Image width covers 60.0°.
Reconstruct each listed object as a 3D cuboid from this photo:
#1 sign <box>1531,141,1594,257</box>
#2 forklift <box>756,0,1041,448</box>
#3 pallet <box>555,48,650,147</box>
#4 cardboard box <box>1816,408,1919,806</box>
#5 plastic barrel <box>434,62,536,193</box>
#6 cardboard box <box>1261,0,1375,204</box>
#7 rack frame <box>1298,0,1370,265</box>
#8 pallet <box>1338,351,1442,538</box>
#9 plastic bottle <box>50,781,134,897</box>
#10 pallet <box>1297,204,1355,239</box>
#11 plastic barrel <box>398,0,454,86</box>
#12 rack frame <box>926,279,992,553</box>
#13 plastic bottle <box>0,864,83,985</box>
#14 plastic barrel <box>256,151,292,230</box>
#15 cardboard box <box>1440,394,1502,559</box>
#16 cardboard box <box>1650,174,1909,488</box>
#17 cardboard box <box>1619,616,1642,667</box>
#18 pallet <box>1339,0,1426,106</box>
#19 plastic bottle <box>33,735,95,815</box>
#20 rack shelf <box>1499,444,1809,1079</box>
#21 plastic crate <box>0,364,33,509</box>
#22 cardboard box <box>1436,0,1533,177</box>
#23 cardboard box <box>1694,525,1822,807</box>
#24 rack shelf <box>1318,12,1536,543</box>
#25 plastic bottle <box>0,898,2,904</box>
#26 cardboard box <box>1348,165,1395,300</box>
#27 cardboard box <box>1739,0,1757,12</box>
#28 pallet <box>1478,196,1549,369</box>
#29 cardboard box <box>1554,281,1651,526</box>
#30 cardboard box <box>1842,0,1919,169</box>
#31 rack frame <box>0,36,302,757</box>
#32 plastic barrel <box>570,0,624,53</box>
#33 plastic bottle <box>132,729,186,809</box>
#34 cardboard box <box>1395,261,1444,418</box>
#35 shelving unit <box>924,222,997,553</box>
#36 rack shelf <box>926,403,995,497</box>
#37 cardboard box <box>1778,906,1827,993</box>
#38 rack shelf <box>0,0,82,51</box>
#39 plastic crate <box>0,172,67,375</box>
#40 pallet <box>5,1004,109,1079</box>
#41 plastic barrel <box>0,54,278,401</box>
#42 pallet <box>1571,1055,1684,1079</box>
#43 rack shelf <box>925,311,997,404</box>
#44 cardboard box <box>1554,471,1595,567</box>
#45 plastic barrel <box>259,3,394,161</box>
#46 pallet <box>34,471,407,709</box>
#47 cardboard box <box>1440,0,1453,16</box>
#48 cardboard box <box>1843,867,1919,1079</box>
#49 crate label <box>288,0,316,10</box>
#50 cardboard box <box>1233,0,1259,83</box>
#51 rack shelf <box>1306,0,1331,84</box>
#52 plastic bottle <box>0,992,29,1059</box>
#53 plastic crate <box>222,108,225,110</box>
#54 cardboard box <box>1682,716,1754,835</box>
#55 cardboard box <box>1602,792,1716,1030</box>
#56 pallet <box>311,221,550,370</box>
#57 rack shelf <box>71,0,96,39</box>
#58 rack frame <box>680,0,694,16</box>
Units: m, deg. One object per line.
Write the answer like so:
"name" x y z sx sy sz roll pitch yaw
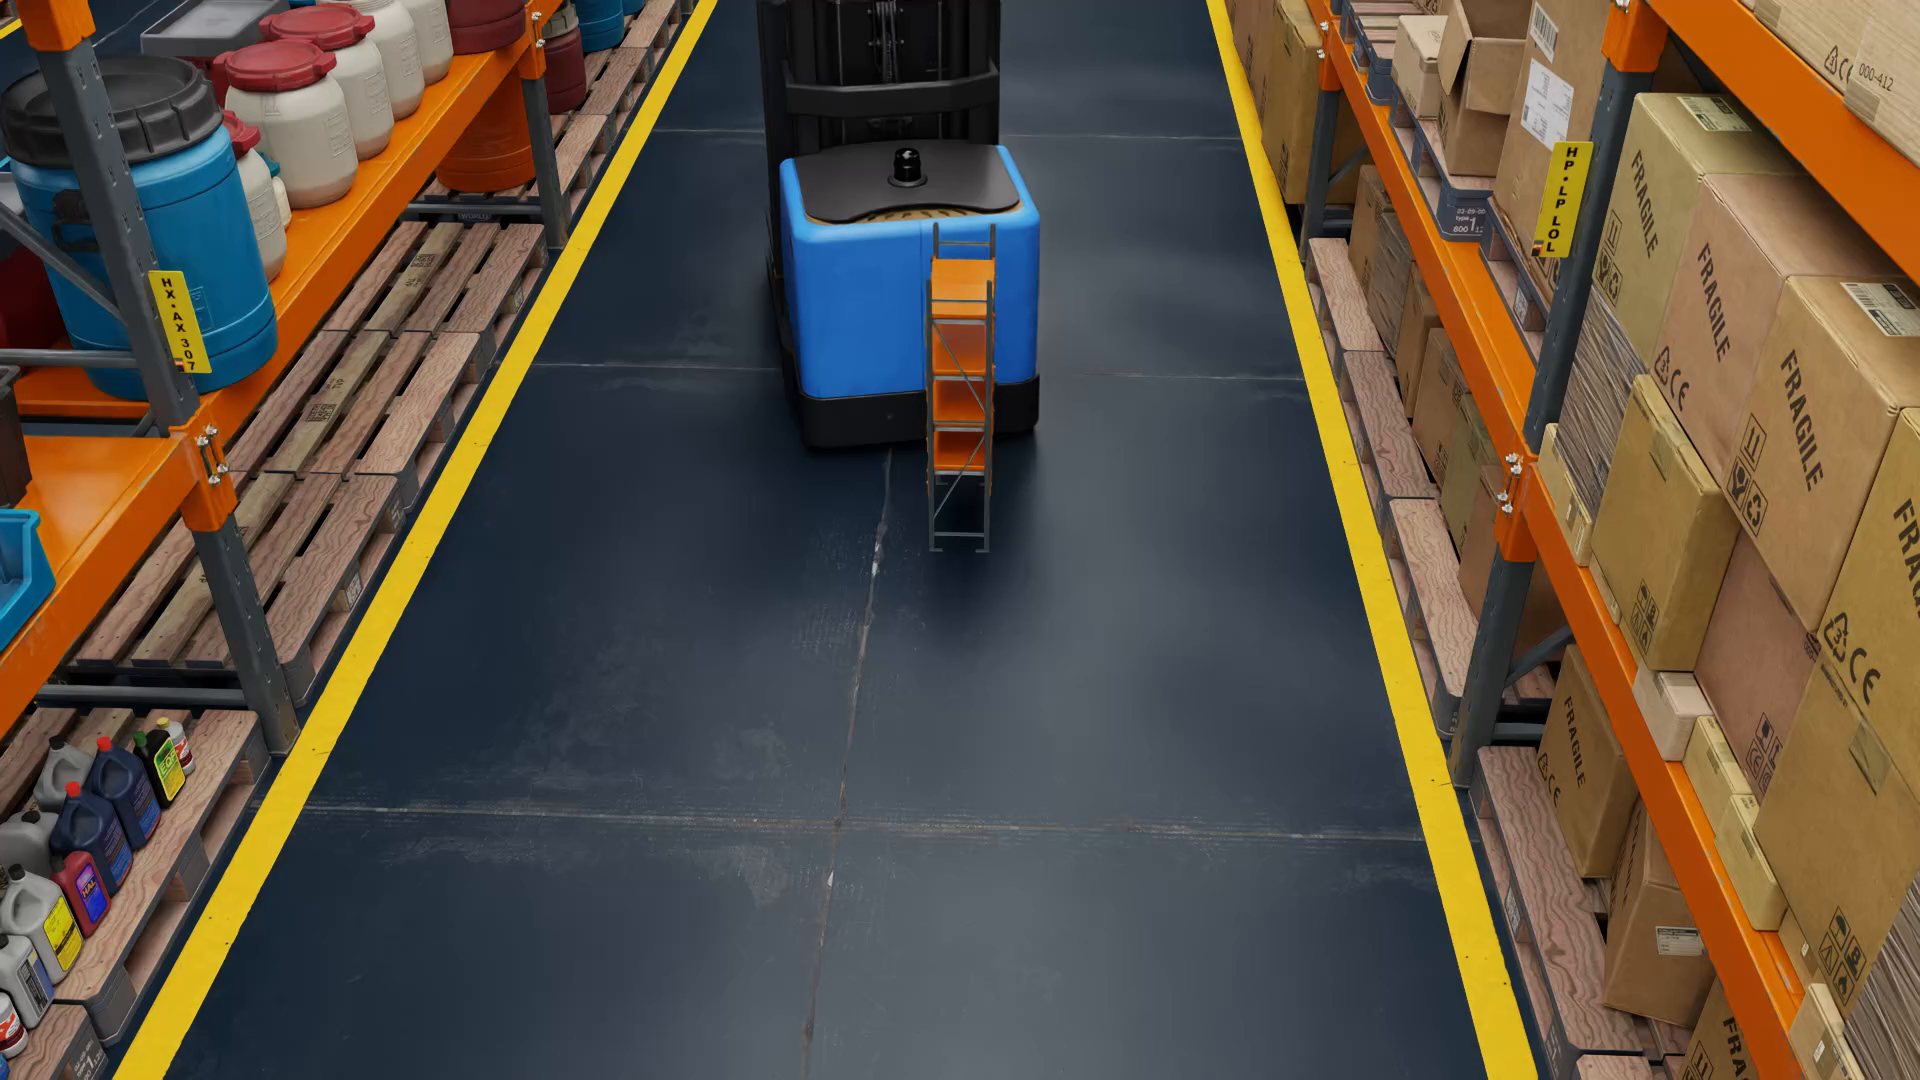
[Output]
"sign" 1.598 -0.901 4.417 0.100 0.325 0.005 1 35 2
"forklift" -0.402 -2.438 7.671 1.130 2.935 3.031 -5 35 -8
"pallet" -2.594 -2.842 10.610 1.003 0.211 1.213 1 35 2
"cardboard box" 1.832 0.126 2.747 0.500 0.500 0.500 1 35 2
"plastic barrel" -2.633 -2.395 9.071 0.600 0.830 0.708 1 35 2
"cardboard box" 2.362 -2.414 9.058 1.225 0.875 0.875 0 35 0
"rack frame" 2.313 -2.715 8.005 1.000 3.000 0.127 1 35 2
"pallet" 2.229 -0.426 7.173 1.003 0.211 1.213 1 35 2
"plastic bottle" -2.542 0.859 4.840 0.144 0.351 0.185 0 35 0
"pallet" 2.420 -2.025 9.448 1.003 0.211 1.213 1 35 2
"plastic barrel" -2.463 -2.279 7.287 0.421 0.512 0.421 0 35 0
"rack frame" -0.003 -0.446 6.341 0.240 1.200 0.015 1 35 2
"plastic bottle" -2.555 1.045 4.576 0.144 0.351 0.185 1 35 2
"plastic barrel" -2.590 -1.232 6.014 0.301 0.262 0.301 0 35 0
"cardboard box" 2.237 -0.200 6.217 0.700 0.500 0.500 1 35 2
"cardboard box" 1.862 -0.449 3.565 0.500 0.500 0.500 1 35 2
"cardboard box" 1.838 0.234 4.027 0.380 0.149 0.250 1 35 2
"pallet" 2.391 -2.225 7.474 1.213 0.211 1.003 1 35 2
"plastic bottle" -2.678 0.746 5.001 0.144 0.351 0.185 1 35 2
"rack shelf" 2.072 1.026 3.307 1.077 0.370 4.000 1 35 2
"plastic crate" -2.944 -0.208 4.491 0.767 0.338 0.504 1 35 2
"cardboard box" 2.130 -1.629 6.004 0.797 0.503 0.637 5 35 7
"cardboard box" 2.098 0.254 3.435 0.875 0.500 0.500 1 35 2
"rack shelf" 2.233 -1.272 6.576 1.077 0.370 4.000 1 35 2
"plastic bottle" -2.658 1.085 4.577 0.061 0.283 0.133 1 35 2
"cardboard box" 2.306 -1.487 8.049 0.700 0.500 0.500 0 35 -1
"cardboard box" 1.879 -1.330 3.556 0.500 0.250 0.500 0 35 0
"pallet" 2.329 -0.774 5.410 1.003 0.211 1.213 1 35 2
"cardboard box" 2.073 -0.323 4.255 0.875 0.500 0.500 1 35 2
"cardboard box" 1.832 -0.741 2.717 0.500 0.250 0.500 0 35 0
"rack frame" -2.796 -0.531 4.897 1.000 3.000 0.127 1 35 2
"plastic barrel" -2.542 -3.722 10.897 0.600 0.901 0.708 1 35 2
"plastic bottle" -2.486 0.684 5.148 0.061 0.283 0.133 3 35 4
"cardboard box" 2.281 -0.842 7.131 0.700 0.500 0.500 4 35 6
"shelving unit" 0.007 -0.586 6.540 0.258 1.200 0.503 1 35 2
"rack shelf" 0.007 -0.368 6.693 0.258 0.148 0.480 1 35 2
"cardboard box" 1.832 0.809 3.208 0.380 0.149 0.250 1 35 2
"rack shelf" -2.877 -0.315 2.607 1.077 0.370 4.000 1 35 2
"plastic crate" -3.083 -0.843 5.285 0.402 0.464 0.583 1 35 2
"pallet" -2.911 1.697 4.152 1.003 0.211 1.213 1 35 2
"plastic barrel" -2.478 -0.951 5.059 0.600 0.901 0.708 1 35 2
"pallet" 2.115 1.813 3.986 1.003 0.211 1.213 1 35 2
"rack shelf" 0.007 -0.714 6.450 0.258 0.148 0.480 1 35 2
"cardboard box" 1.821 -0.054 4.437 0.380 0.149 0.250 1 35 2
"plastic barrel" -2.492 -1.802 6.587 0.433 0.535 0.433 0 35 0
"pallet" -2.803 0.157 6.342 1.003 0.211 1.213 1 35 2
"cardboard box" 2.409 -2.294 6.953 0.700 0.500 0.500 6 36 9
"cardboard box" 2.005 0.827 2.619 0.875 0.500 0.500 1 35 2
"crate label" -2.946 -2.279 7.354 0.502 0.435 0.616 1 35 2
"cardboard box" 2.433 -3.434 10.510 1.225 0.875 0.875 0 35 0
"rack shelf" 2.394 -3.570 9.846 1.077 0.370 4.000 1 35 2
"plastic bottle" -2.543 1.268 4.388 0.097 0.201 0.097 0 35 0
"plastic crate" -3.008 -1.452 6.391 0.450 0.188 0.662 1 35 2
"cardboard box" 1.818 0.521 3.618 0.380 0.149 0.250 1 35 2
"cardboard box" 2.081 0.992 4.538 0.500 0.500 0.500 12 37 17
"pallet" -2.705 -1.244 8.337 1.003 0.211 1.213 1 35 2
"rack shelf" -2.716 -2.613 5.877 1.077 0.370 4.000 1 35 2
"rack frame" -2.475 -5.128 11.437 1.000 3.000 0.127 1 35 2
